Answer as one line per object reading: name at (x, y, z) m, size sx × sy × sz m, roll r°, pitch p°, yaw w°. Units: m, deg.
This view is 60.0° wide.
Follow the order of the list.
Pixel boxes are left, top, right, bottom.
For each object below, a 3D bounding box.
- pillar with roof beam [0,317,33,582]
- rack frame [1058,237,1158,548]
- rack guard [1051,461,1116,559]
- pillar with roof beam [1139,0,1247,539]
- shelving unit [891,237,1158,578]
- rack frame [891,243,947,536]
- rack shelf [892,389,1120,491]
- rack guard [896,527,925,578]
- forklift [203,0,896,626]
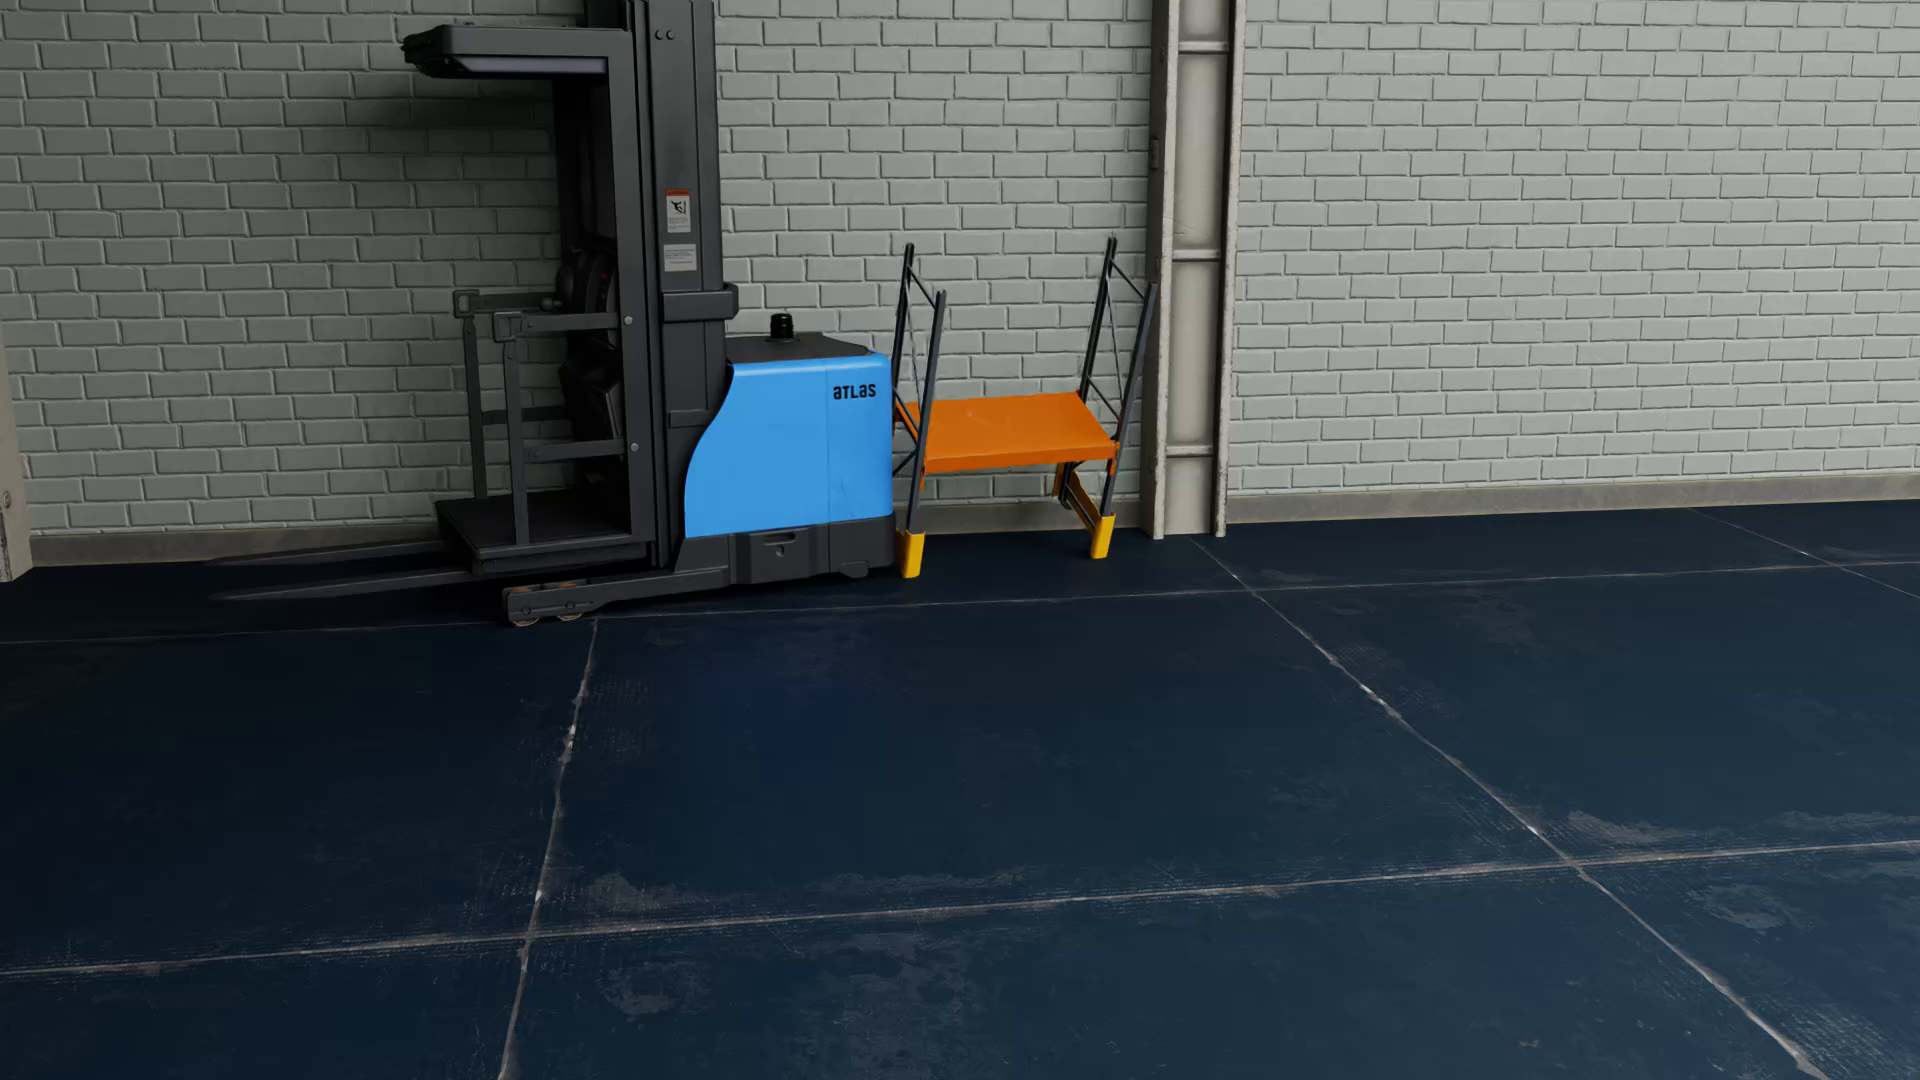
pillar with roof beam at (-4.104, -3.161, 2.825) m, size 0.400 × 9.000 × 9.100 m, roll -2°, pitch 14°, yaw -8°
rack frame at (0.706, -0.686, 8.133) m, size 0.032 × 1.500 × 0.500 m, roll -5°, pitch 37°, yaw -20°
rack guard at (0.625, -0.177, 8.486) m, size 0.087 × 0.250 × 0.587 m, roll -5°, pitch 37°, yaw -20°
pillar with roof beam at (1.829, -3.378, 3.692) m, size 0.400 × 9.000 × 9.100 m, roll -2°, pitch 14°, yaw -8°
shelving unit at (0.238, -0.642, 7.964) m, size 1.083 × 1.500 × 0.587 m, roll -5°, pitch 37°, yaw -20°
rack frame at (-0.247, -0.597, 7.789) m, size 0.032 × 1.500 × 0.500 m, roll -5°, pitch 37°, yaw -20°
rack shelf at (0.206, -0.495, 8.063) m, size 1.000 × 0.185 × 0.538 m, roll -5°, pitch 37°, yaw -20°
rack guard at (-0.309, -0.089, 8.150) m, size 0.087 × 0.250 × 0.587 m, roll -5°, pitch 37°, yaw -20°
forklift at (-1.864, -1.193, 7.452) m, size 3.031 × 2.935 × 1.130 m, roll -7°, pitch 16°, yaw -25°
